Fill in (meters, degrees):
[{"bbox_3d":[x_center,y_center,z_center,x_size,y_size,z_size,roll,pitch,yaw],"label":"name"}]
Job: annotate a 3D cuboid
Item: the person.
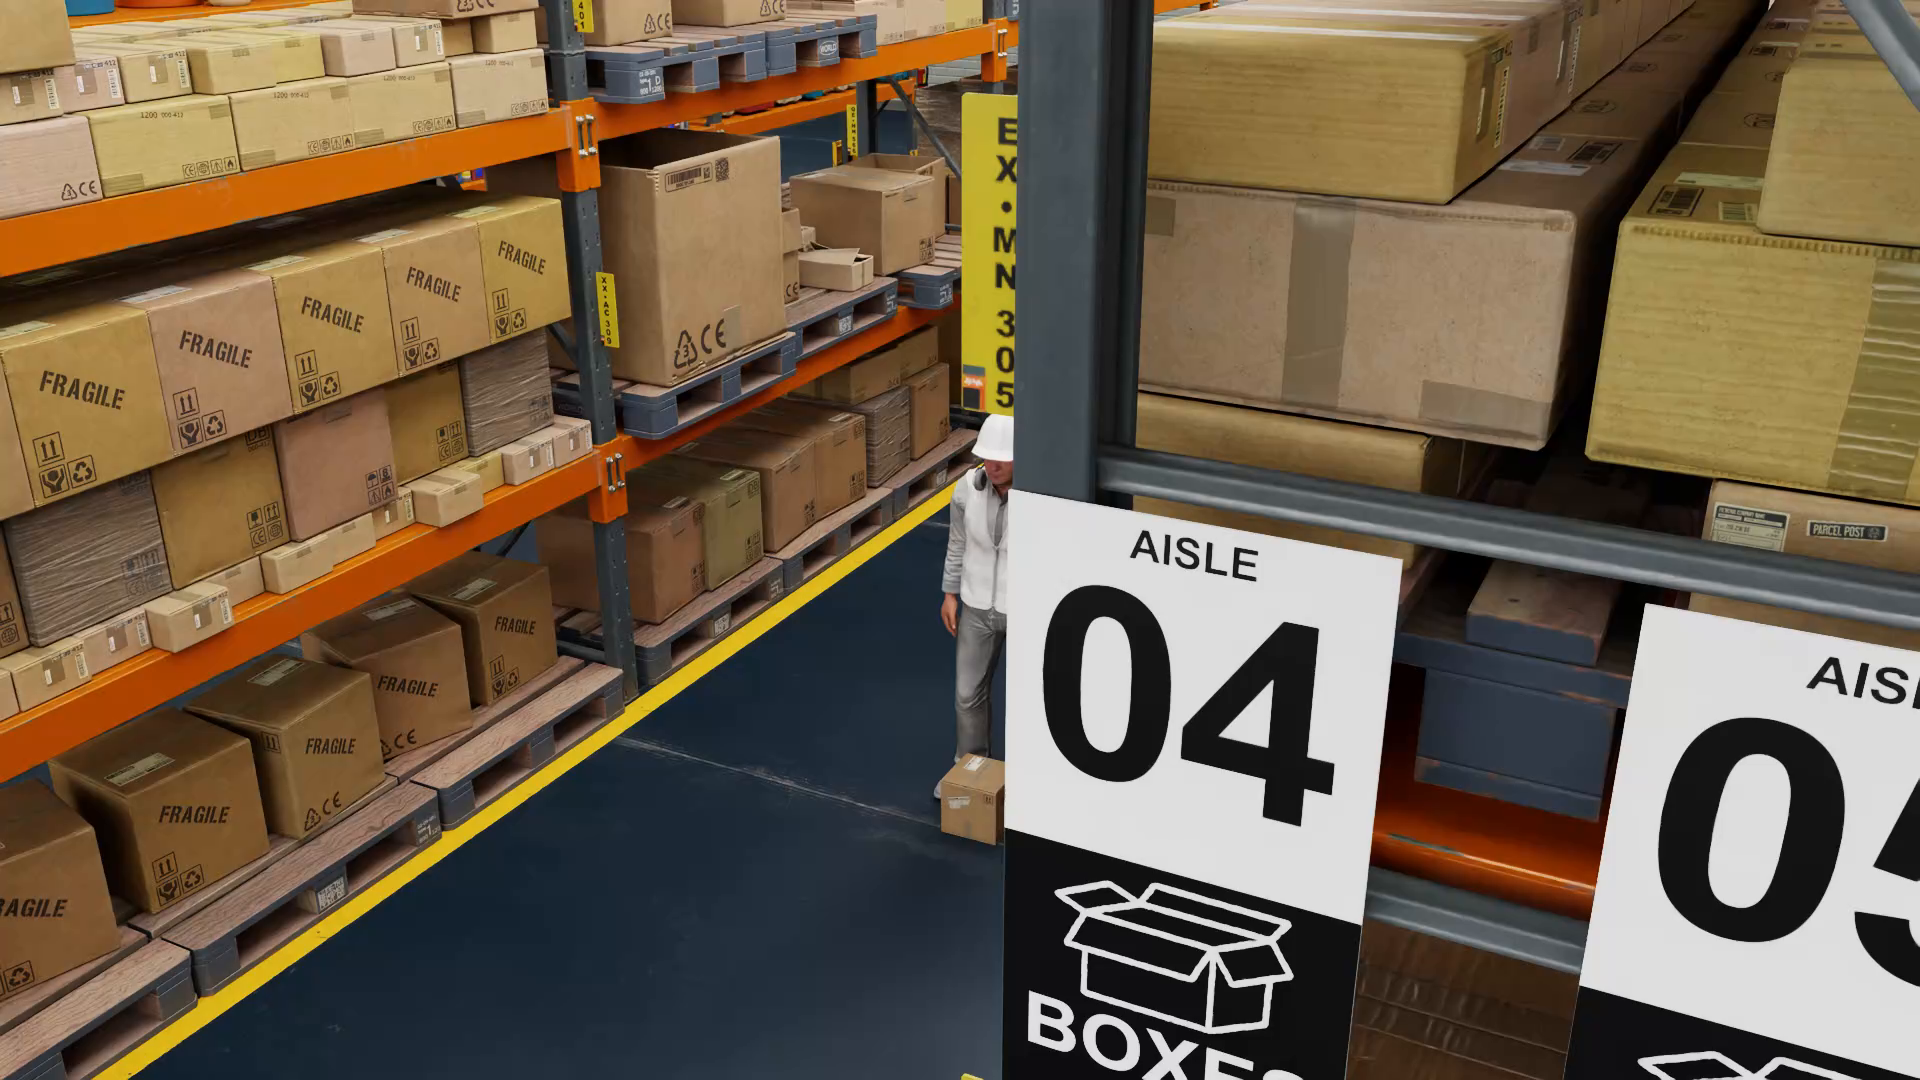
[{"bbox_3d":[0.191,0.286,6.872,0.579,1.770,0.465,11,25,25],"label":"person"}]
